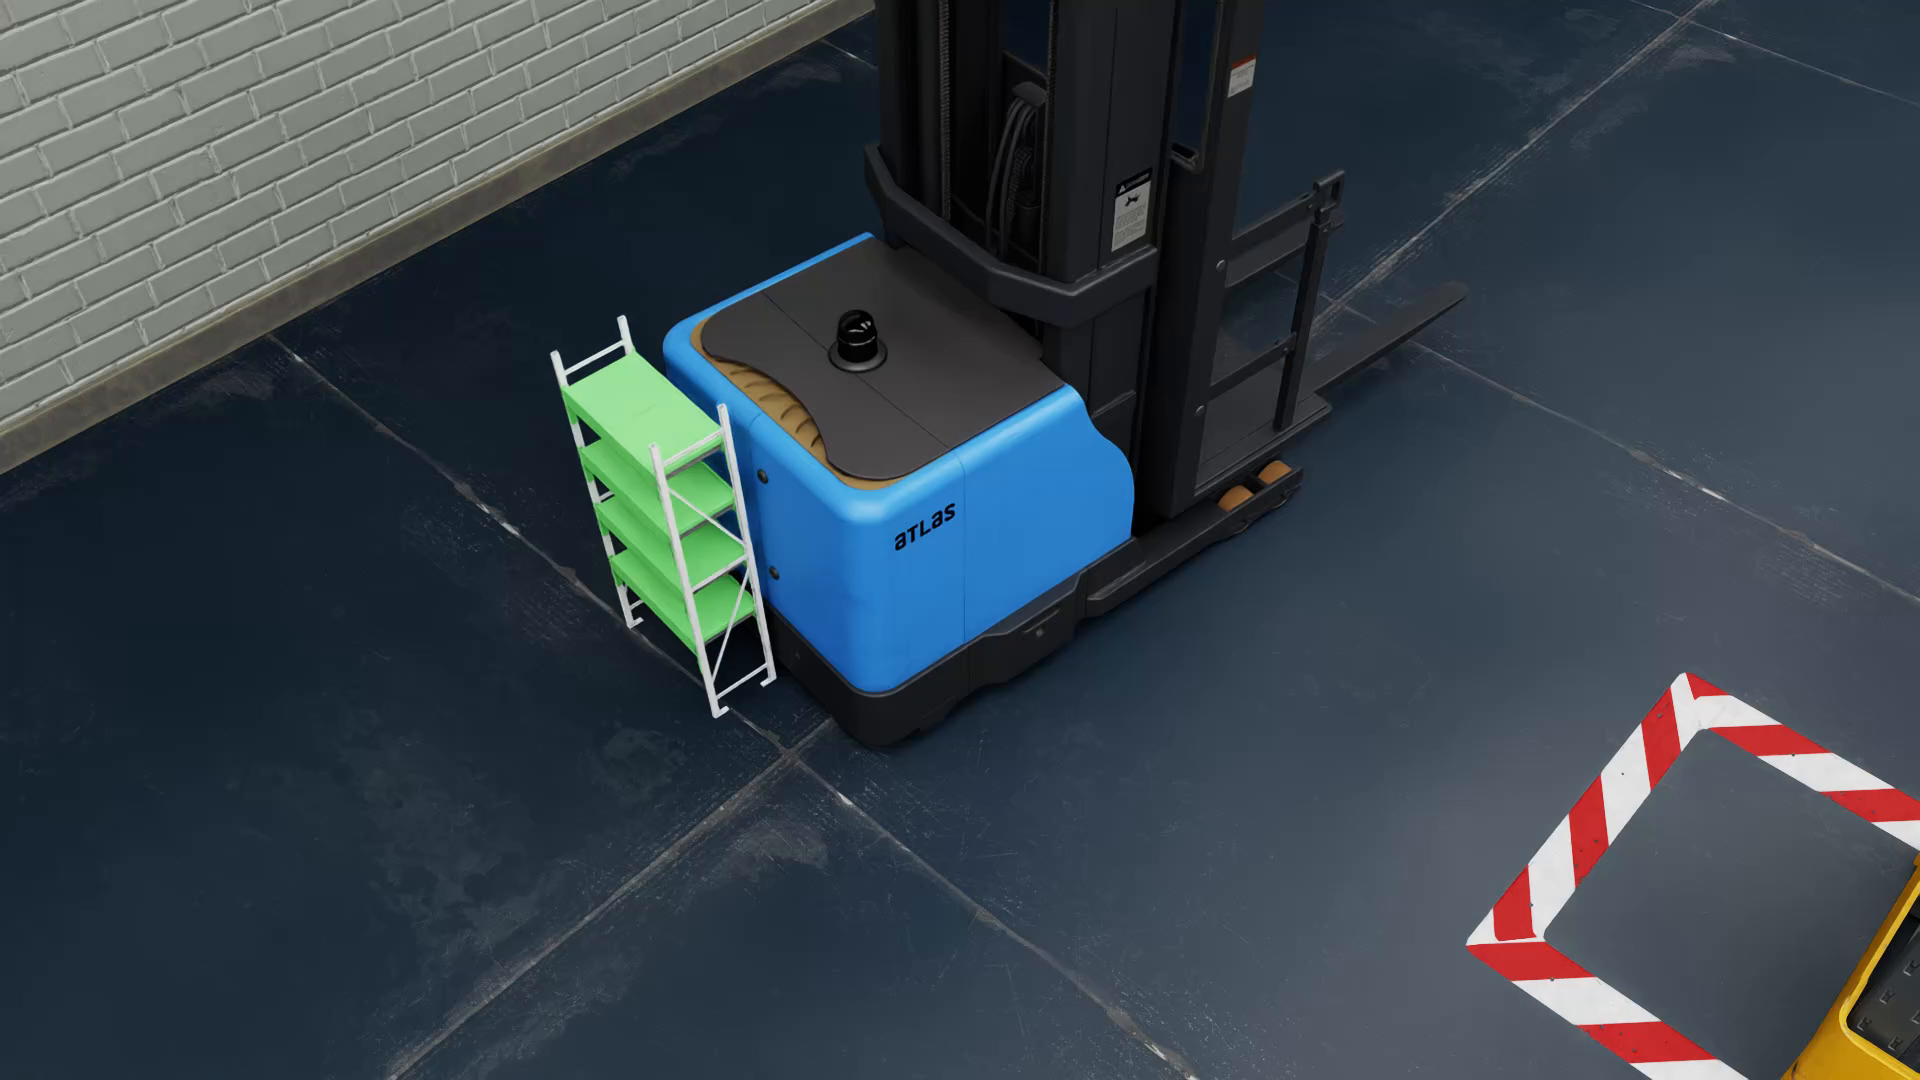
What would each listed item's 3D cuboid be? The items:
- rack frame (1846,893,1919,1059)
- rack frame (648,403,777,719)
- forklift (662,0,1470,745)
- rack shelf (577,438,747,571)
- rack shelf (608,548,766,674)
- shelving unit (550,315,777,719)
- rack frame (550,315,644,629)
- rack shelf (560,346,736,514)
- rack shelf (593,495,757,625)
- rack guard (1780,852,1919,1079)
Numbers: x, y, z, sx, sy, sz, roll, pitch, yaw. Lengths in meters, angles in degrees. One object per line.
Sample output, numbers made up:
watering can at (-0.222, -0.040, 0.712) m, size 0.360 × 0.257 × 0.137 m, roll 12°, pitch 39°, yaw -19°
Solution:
rack frame at (2.542, 0.216, 3.490) m, size 0.053 × 2.616 × 0.949 m, roll 34°, pitch 55°, yaw 28°
rack frame at (-0.700, 0.098, 4.828) m, size 0.240 × 1.200 × 0.015 m, roll -34°, pitch 55°, yaw -25°
forklift at (0.569, -1.295, 4.955) m, size 3.031 × 2.935 × 1.130 m, roll -31°, pitch 54°, yaw -26°
rack shelf at (-0.864, -0.154, 4.823) m, size 0.258 × 0.148 × 0.480 m, roll -34°, pitch 55°, yaw -25°
rack shelf at (-0.850, 0.166, 5.181) m, size 0.258 × 0.148 × 0.480 m, roll -34°, pitch 55°, yaw -25°
shelving unit at (-0.859, -0.036, 4.954) m, size 0.258 × 1.200 × 0.503 m, roll -34°, pitch 55°, yaw -25°
rack frame at (-1.018, -0.171, 5.081) m, size 0.240 × 1.200 × 0.015 m, roll -34°, pitch 55°, yaw -25°
rack shelf at (-0.871, -0.314, 4.644) m, size 0.258 × 0.148 × 0.480 m, roll -34°, pitch 55°, yaw -25°
rack shelf at (-0.857, 0.006, 5.002) m, size 0.258 × 0.148 × 0.480 m, roll -34°, pitch 55°, yaw -25°
rack guard at (2.601, 1.107, 4.368) m, size 0.348 × 0.500 × 1.175 m, roll 34°, pitch 55°, yaw 28°
